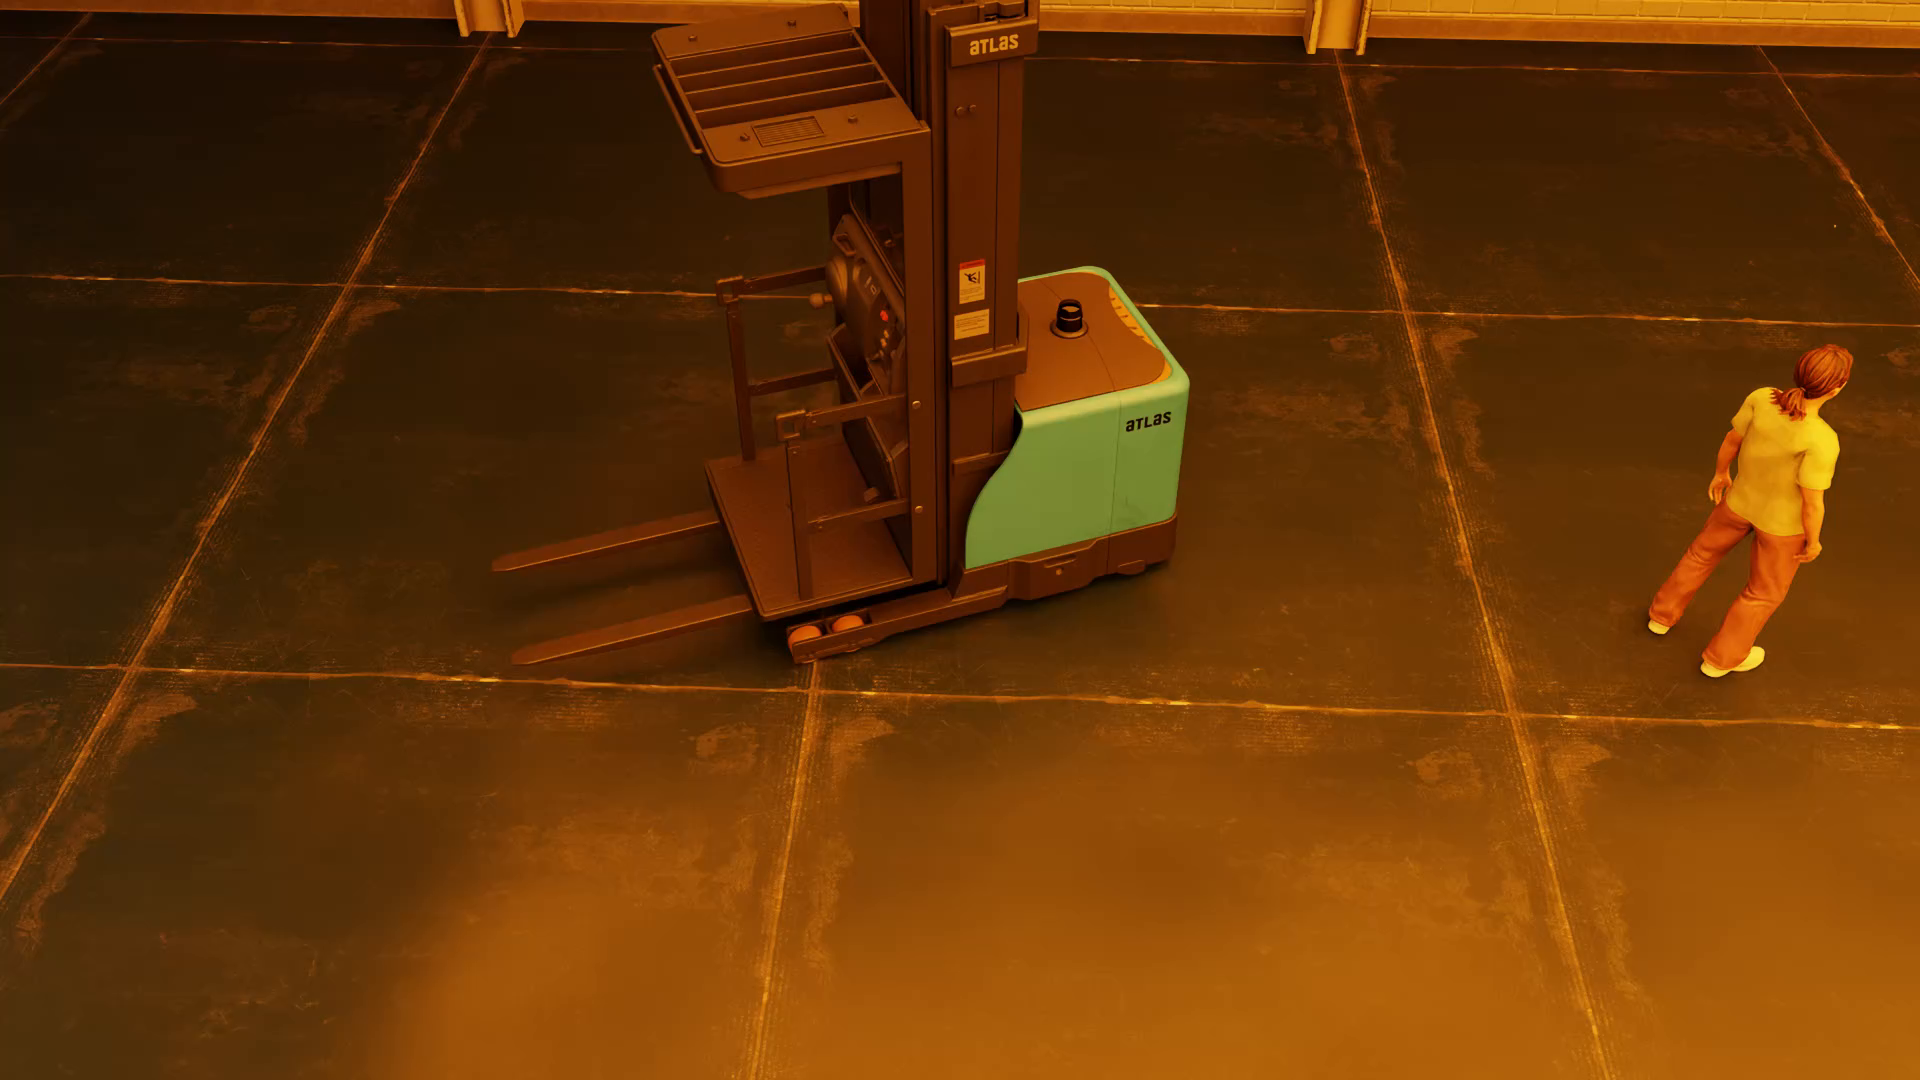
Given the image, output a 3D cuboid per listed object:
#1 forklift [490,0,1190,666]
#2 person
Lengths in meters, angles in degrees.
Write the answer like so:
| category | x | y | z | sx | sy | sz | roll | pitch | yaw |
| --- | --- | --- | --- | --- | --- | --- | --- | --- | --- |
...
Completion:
| category | x | y | z | sx | sy | sz | roll | pitch | yaw |
| --- | --- | --- | --- | --- | --- | --- | --- | --- | --- |
| forklift | -0.573 | -0.945 | 6.778 | 3.031 | 2.935 | 1.130 | -13 | 44 | -14 |
| person | 3.271 | -0.133 | 6.820 | 0.405 | 1.674 | 0.597 | -23 | 47 | -23 |
